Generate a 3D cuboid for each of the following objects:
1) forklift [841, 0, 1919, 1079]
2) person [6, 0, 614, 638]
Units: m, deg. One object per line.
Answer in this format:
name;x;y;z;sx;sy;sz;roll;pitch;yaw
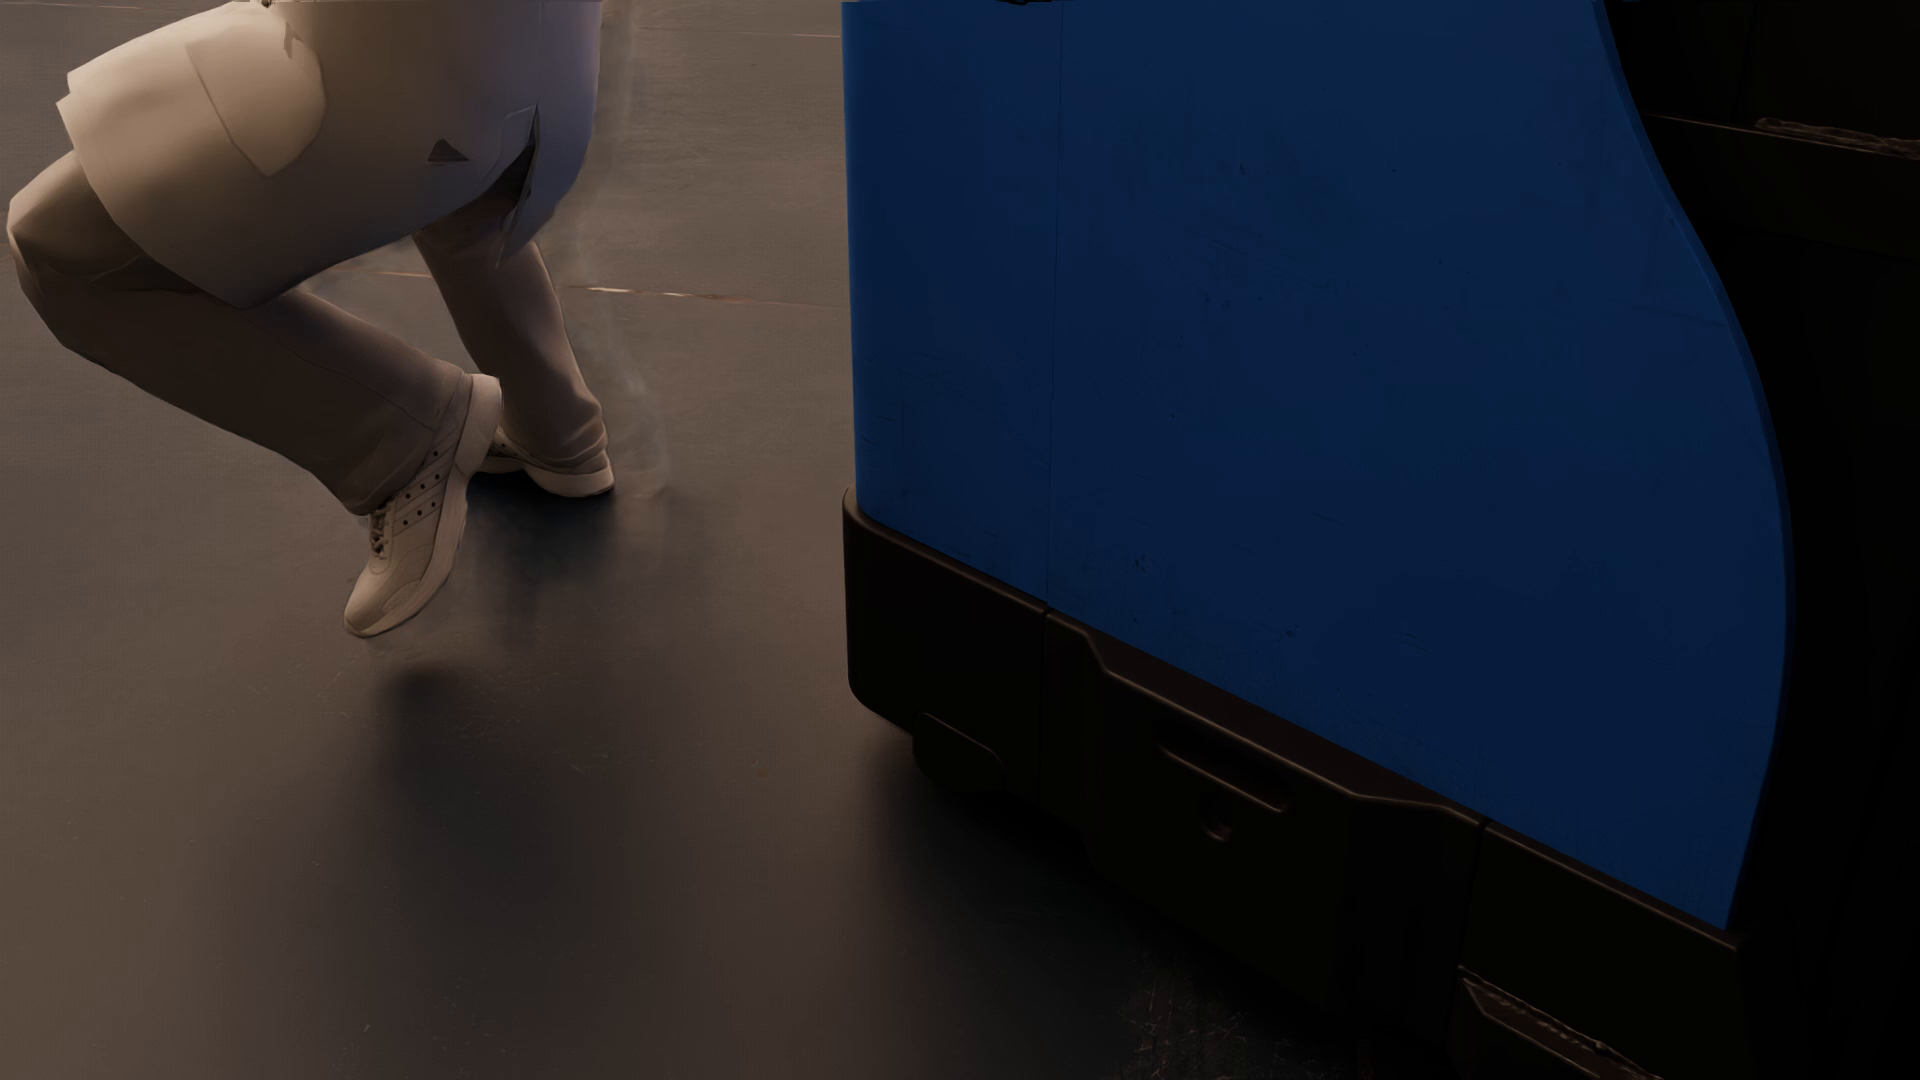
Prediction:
forklift;1.249;-0.752;0.737;1.130;2.935;3.031;-23;35;-38
person;-0.761;-0.633;2.011;0.773;1.566;0.886;12;29;22
